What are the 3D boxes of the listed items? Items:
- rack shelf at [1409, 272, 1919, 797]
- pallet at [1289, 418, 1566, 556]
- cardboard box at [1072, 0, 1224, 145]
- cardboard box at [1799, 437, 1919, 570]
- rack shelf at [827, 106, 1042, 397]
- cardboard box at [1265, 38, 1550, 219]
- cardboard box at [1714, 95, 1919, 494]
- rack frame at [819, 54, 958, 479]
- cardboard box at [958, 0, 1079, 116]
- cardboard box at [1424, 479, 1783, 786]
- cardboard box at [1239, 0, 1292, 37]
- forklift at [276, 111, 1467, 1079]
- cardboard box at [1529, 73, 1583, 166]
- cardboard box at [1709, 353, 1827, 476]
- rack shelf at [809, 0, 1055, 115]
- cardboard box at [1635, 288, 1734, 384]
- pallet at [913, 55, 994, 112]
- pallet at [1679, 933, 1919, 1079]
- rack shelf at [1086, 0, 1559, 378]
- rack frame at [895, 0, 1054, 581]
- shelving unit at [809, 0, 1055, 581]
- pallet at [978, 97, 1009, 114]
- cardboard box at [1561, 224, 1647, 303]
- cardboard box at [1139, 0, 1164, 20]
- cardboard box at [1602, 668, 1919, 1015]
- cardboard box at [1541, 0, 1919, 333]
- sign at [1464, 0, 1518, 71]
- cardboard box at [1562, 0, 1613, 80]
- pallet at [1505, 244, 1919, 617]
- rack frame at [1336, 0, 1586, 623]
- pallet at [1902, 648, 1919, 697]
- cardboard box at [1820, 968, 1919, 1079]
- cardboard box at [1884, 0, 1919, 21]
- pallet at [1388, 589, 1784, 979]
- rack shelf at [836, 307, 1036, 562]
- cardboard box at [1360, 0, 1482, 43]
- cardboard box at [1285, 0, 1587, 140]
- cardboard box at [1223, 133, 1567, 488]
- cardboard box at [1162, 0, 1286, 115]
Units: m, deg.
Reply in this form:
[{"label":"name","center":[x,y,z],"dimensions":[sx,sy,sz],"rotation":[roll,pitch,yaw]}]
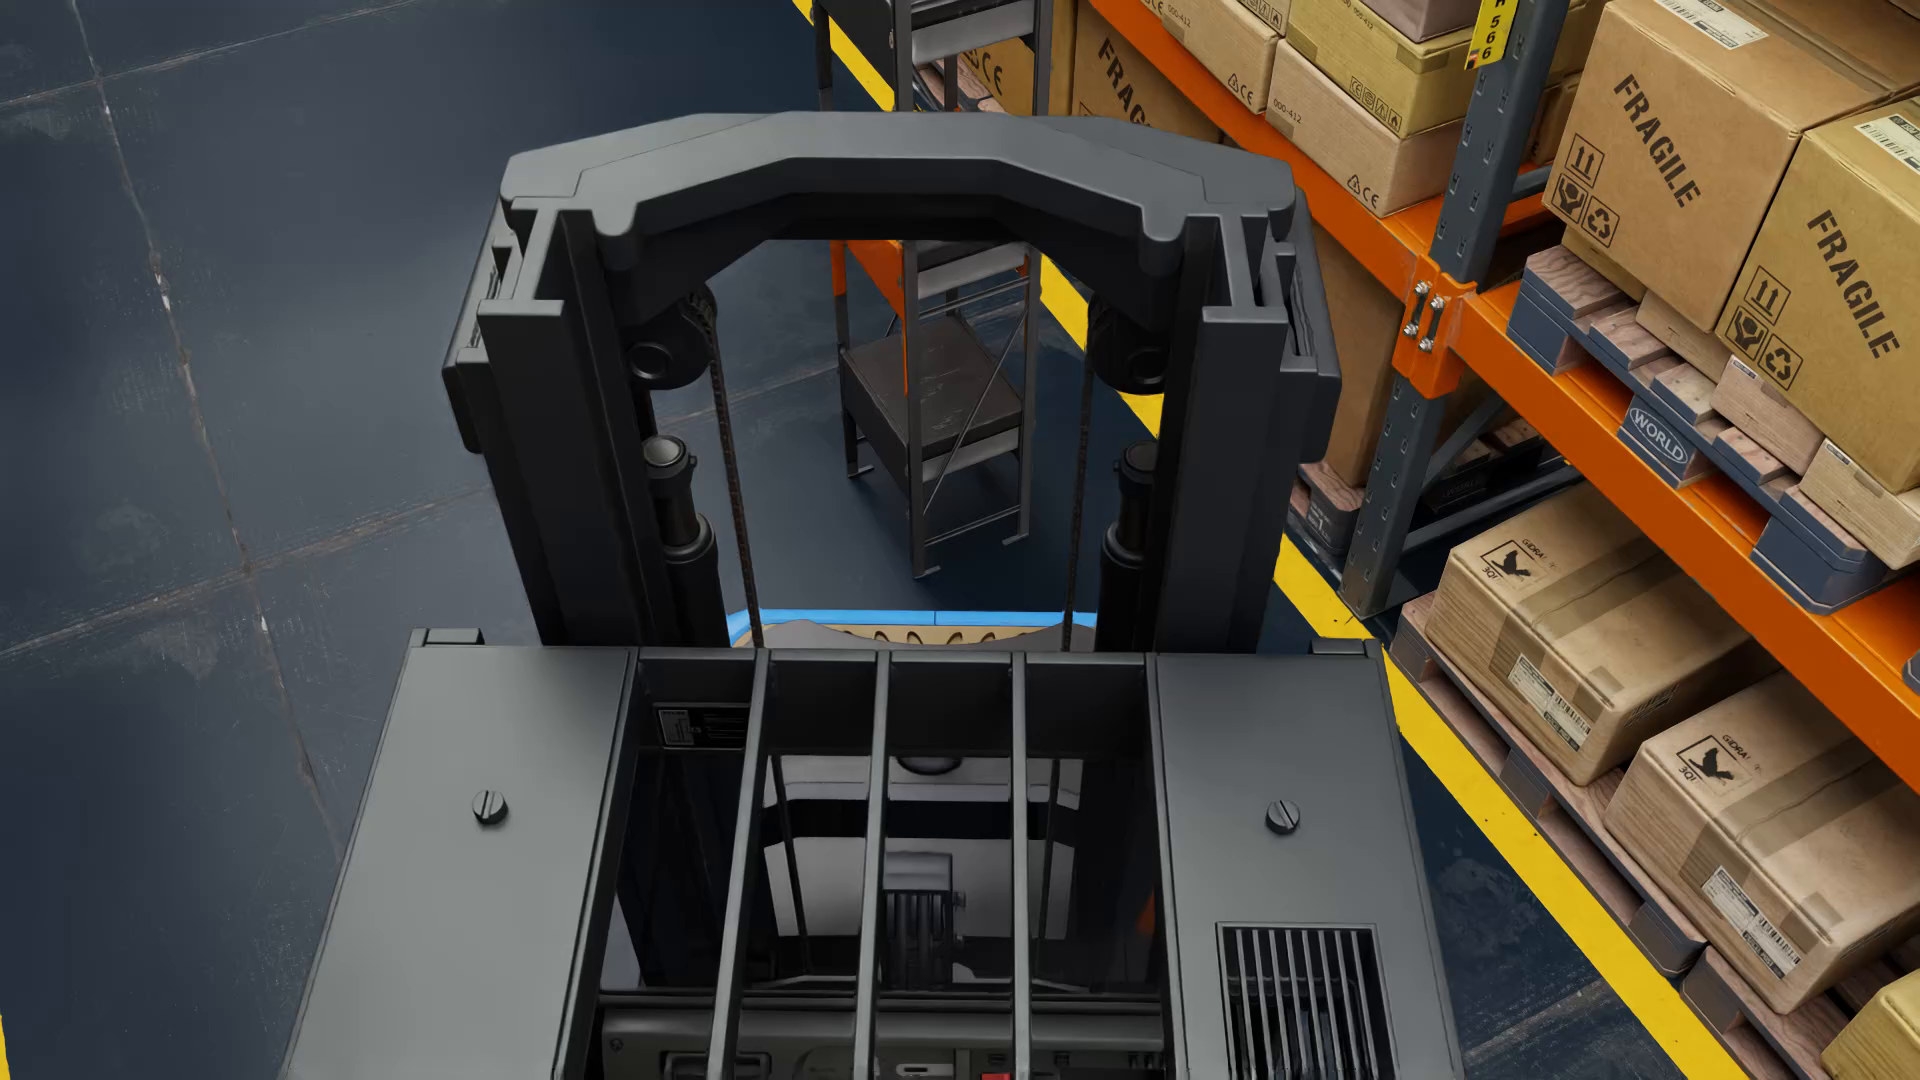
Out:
[{"label":"rack shelf","center":[2.541,0.625,3.188],"dimensions":[1.077,0.370,4.000],"rotation":[-21,52,-18]},{"label":"pallet","center":[1.332,-0.586,5.622],"dimensions":[1.003,0.211,1.213],"rotation":[-21,52,-18]},{"label":"cardboard box","center":[0.980,-1.478,5.683],"dimensions":[0.875,0.875,0.875],"rotation":[-21,52,-17]},{"label":"cardboard box","center":[1.901,-0.133,3.262],"dimensions":[0.380,0.149,0.250],"rotation":[-21,52,-17]},{"label":"rack shelf","center":[-0.076,-0.793,4.567],"dimensions":[0.431,0.518,0.480],"rotation":[-21,52,-18]},{"label":"cardboard box","center":[1.164,-1.150,4.363],"dimensions":[0.500,0.250,0.500],"rotation":[-23,53,-19]},{"label":"cardboard box","center":[1.871,-0.492,3.145],"dimensions":[0.500,0.500,0.500],"rotation":[-19,51,-16]},{"label":"rack frame","center":[-0.187,-0.965,4.699],"dimensions":[0.400,2.100,0.015],"rotation":[-21,52,-18]},{"label":"cardboard box","center":[0.571,-2.077,6.206],"dimensions":[0.875,0.875,0.875],"rotation":[-20,52,-16]},{"label":"cardboard box","center":[1.876,0.158,4.586],"dimensions":[0.950,0.372,0.625],"rotation":[-24,53,-20]},{"label":"cardboard box","center":[0.941,-1.644,4.463],"dimensions":[0.500,0.250,0.500],"rotation":[-22,53,-18]},{"label":"forklift","center":[-0.077,1.010,2.419],"dimensions":[1.130,2.935,3.031],"rotation":[1,49,1]},{"label":"cardboard box","center":[1.626,-1.315,4.507],"dimensions":[0.500,0.250,0.500],"rotation":[-22,52,-18]},{"label":"cardboard box","center":[1.793,-0.324,3.429],"dimensions":[0.380,0.149,0.250],"rotation":[-24,53,-20]},{"label":"rack shelf","center":[-0.076,-1.254,4.040],"dimensions":[0.431,0.518,0.480],"rotation":[-21,52,-18]},{"label":"cardboard box","center":[1.709,-0.523,3.603],"dimensions":[0.380,0.149,0.250],"rotation":[-24,53,-20]},{"label":"pallet","center":[0.216,-2.219,7.050],"dimensions":[1.003,0.211,1.213],"rotation":[-21,52,-18]},{"label":"pallet","center":[2.537,1.307,3.967],"dimensions":[1.003,0.211,1.213],"rotation":[-21,52,-18]},{"label":"rack shelf","center":[0.711,-2.052,5.530],"dimensions":[1.077,0.370,4.000],"rotation":[-21,52,-18]},{"label":"rack frame","center":[0.036,-0.639,4.414],"dimensions":[0.400,2.100,0.015],"rotation":[-21,52,-18]},{"label":"shelving unit","center":[-0.076,-0.802,4.557],"dimensions":[0.431,2.100,0.503],"rotation":[-21,52,-18]},{"label":"pallet","center":[0.778,-1.401,6.335],"dimensions":[1.003,0.211,1.213],"rotation":[-21,52,-18]},{"label":"cardboard box","center":[1.610,-0.724,3.778],"dimensions":[0.380,0.149,0.250],"rotation":[-24,53,-20]},{"label":"cardboard box","center":[0.700,-1.829,4.956],"dimensions":[0.500,0.250,0.500],"rotation":[-22,52,-18]},{"label":"cardboard box","center":[2.221,0.649,4.156],"dimensions":[0.950,0.372,0.625],"rotation":[-22,52,-18]},{"label":"cardboard box","center":[1.626,-0.838,3.447],"dimensions":[0.500,0.500,0.500],"rotation":[-23,53,-19]},{"label":"sign","center":[1.134,-1.138,3.483],"dimensions":[0.100,0.325,0.005],"rotation":[-21,52,-18]},{"label":"cardboard box","center":[1.614,-1.490,4.328],"dimensions":[0.500,0.250,0.500],"rotation":[-22,52,-18]},{"label":"pallet","center":[2.047,-0.447,3.775],"dimensions":[1.213,0.211,1.003],"rotation":[-21,52,-18]},{"label":"rack frame","center":[1.626,-0.950,4.088],"dimensions":[1.000,3.000,0.127],"rotation":[-21,52,-18]},{"label":"pallet","center":[2.568,0.424,3.014],"dimensions":[1.003,0.211,1.213],"rotation":[-21,52,-18]},{"label":"cardboard box","center":[2.563,1.159,3.710],"dimensions":[0.950,0.372,0.625],"rotation":[-20,52,-16]},{"label":"cardboard box","center":[2.081,-1.011,3.598],"dimensions":[0.500,0.500,0.500],"rotation":[-23,53,-19]},{"label":"pallet","center":[1.982,0.491,4.680],"dimensions":[1.003,0.211,1.213],"rotation":[-21,52,-18]},{"label":"rack shelf","center":[-0.076,-0.332,5.094],"dimensions":[0.431,0.518,0.480],"rotation":[-21,52,-18]},{"label":"cardboard box","center":[1.157,-1.568,3.898],"dimensions":[0.500,0.500,0.500],"rotation":[-22,53,-18]},{"label":"cardboard box","center":[1.179,-1.302,4.164],"dimensions":[0.500,0.250,0.500],"rotation":[-21,52,-18]},{"label":"cardboard box","center":[1.384,-0.880,5.159],"dimensions":[0.875,0.875,0.875],"rotation":[-22,52,-18]},{"label":"cardboard box","center":[0.916,-1.486,4.657],"dimensions":[0.500,0.250,0.500],"rotation":[-20,52,-17]}]
